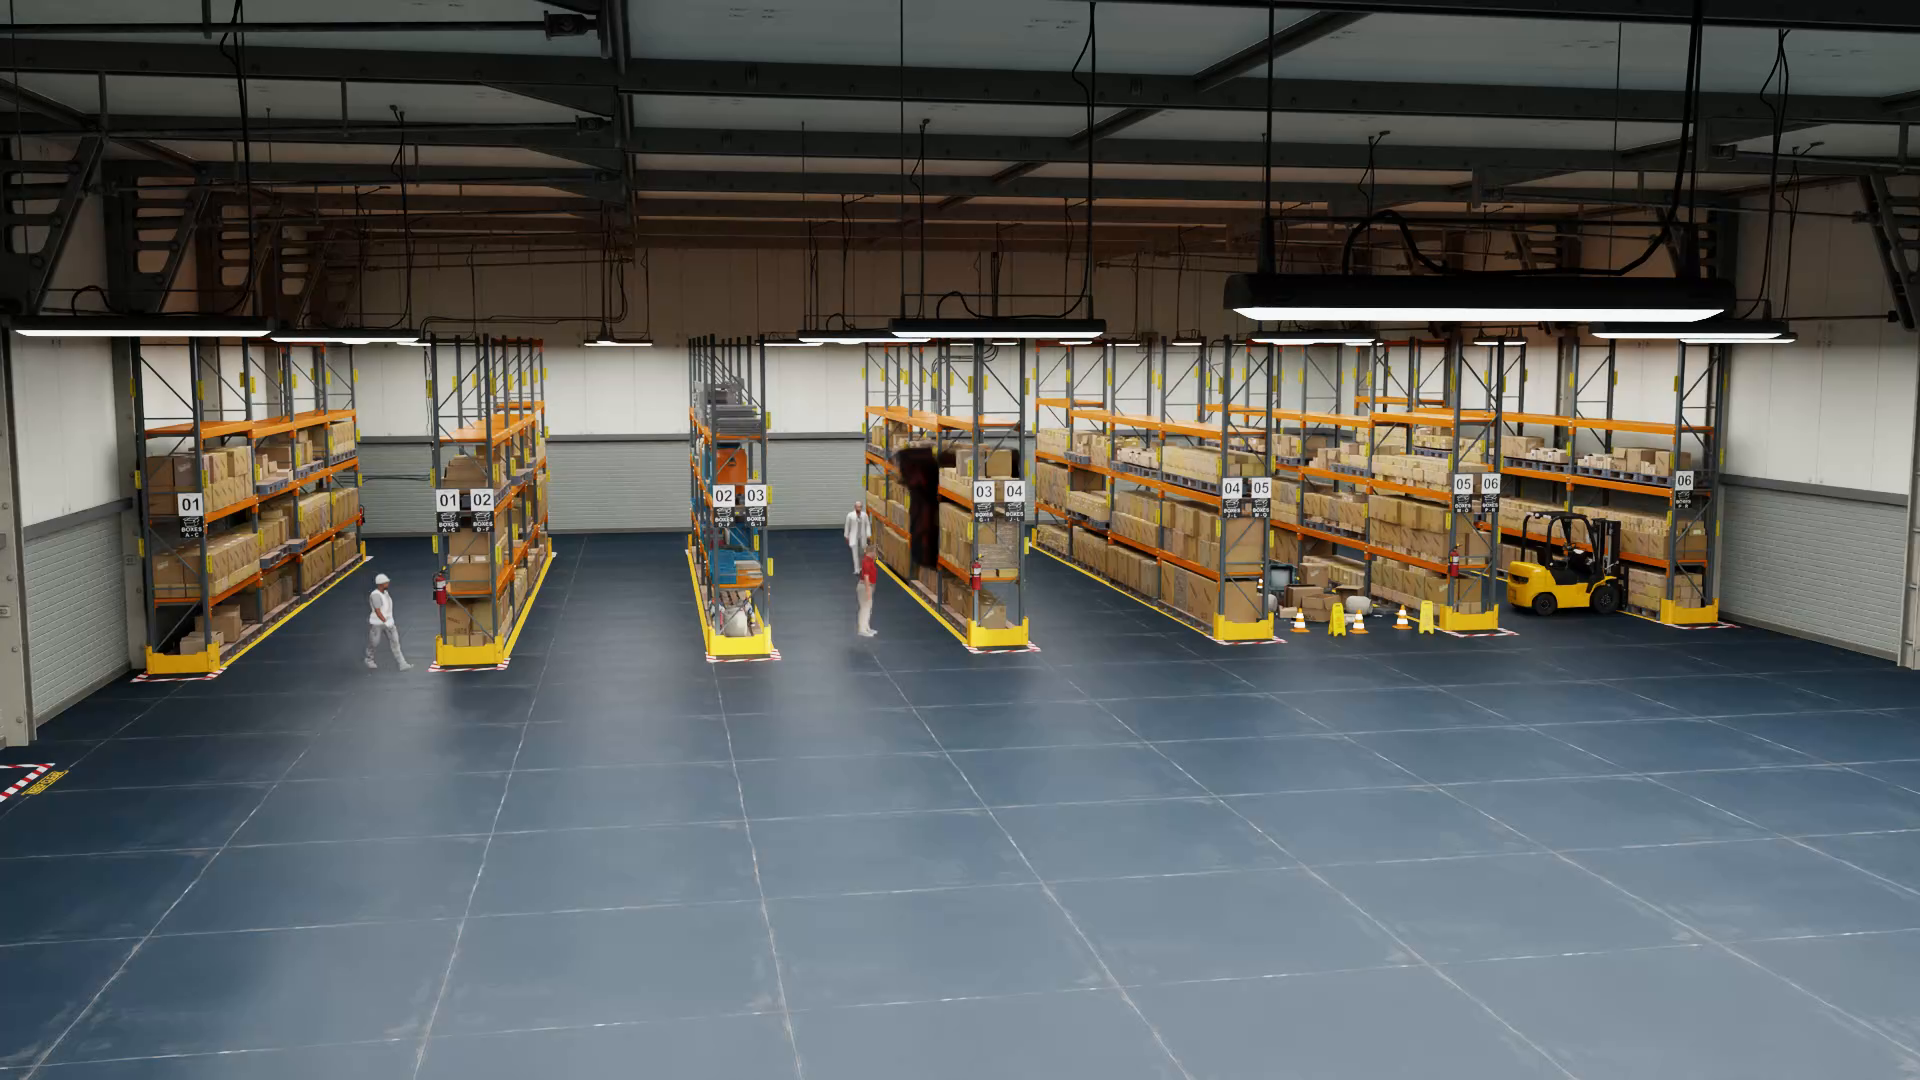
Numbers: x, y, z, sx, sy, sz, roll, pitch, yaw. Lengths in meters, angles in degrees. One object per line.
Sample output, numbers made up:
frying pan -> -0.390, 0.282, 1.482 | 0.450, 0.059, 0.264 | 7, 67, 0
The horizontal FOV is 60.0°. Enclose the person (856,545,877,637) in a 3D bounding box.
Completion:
person -> -1.777, 0.956, 31.676 | 0.394, 1.738, 0.576 | 0, 7, 2

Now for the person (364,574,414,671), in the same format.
person -> -10.208, 1.468, 29.464 | 1.106, 1.722, 0.488 | 4, 7, 28

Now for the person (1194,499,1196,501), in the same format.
person -> 7.389, -0.980, 50.932 | 0.866, 1.728, 0.596 | -2, 7, -15

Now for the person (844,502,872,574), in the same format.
person -> -2.481, -0.065, 40.485 | 0.654, 1.729, 1.103 | -1, 7, -11
